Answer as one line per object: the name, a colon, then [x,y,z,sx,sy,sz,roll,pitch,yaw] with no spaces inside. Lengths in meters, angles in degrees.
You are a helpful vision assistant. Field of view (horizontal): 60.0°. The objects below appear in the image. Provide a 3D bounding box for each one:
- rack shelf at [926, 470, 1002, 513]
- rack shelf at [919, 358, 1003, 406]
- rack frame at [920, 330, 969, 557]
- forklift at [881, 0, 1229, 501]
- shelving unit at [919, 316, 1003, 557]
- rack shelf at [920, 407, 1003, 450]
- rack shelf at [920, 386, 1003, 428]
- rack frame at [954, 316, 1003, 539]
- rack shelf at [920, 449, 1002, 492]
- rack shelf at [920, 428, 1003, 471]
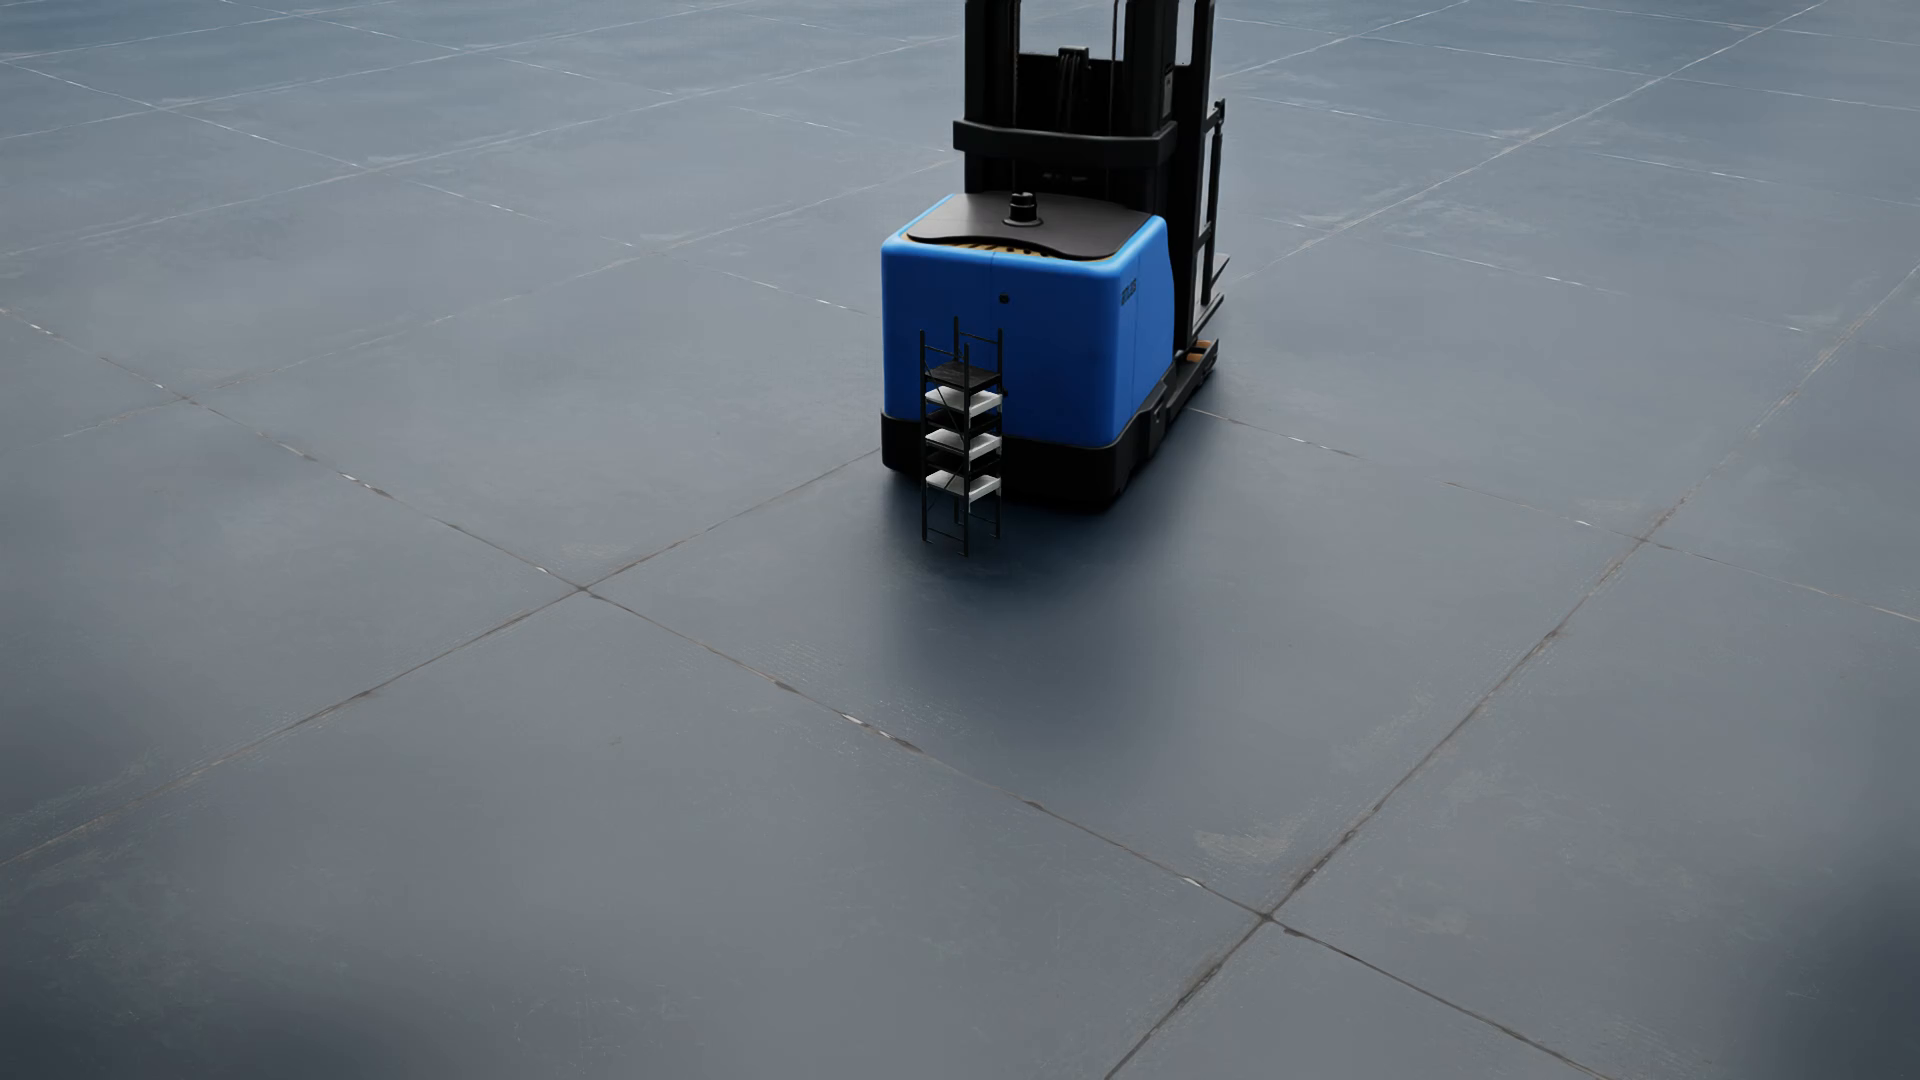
rack shelf: [0.005,-0.213,6.647,0.258,0.077,0.200,21,34,34]
rack shelf: [0.005,-0.613,6.440,0.258,0.077,0.200,21,34,34]
rack frame: [-0.059,-0.367,6.479,0.240,0.900,0.006,21,34,34]
forklift: [0.659,-2.119,7.657,1.130,2.935,3.031,10,29,18]
shelving unit: [0.005,-0.403,6.549,0.258,0.900,0.210,21,34,34]
rack shelf: [0.005,-0.453,6.523,0.258,0.077,0.200,21,34,34]
rack shelf: [0.005,-0.533,6.481,0.258,0.077,0.200,21,34,34]
rack frame: [0.070,-0.439,6.618,0.240,0.900,0.006,21,34,34]
rack shelf: [0.005,-0.293,6.605,0.258,0.077,0.200,21,34,34]
rack shelf: [0.005,-0.373,6.564,0.258,0.077,0.200,21,34,34]
